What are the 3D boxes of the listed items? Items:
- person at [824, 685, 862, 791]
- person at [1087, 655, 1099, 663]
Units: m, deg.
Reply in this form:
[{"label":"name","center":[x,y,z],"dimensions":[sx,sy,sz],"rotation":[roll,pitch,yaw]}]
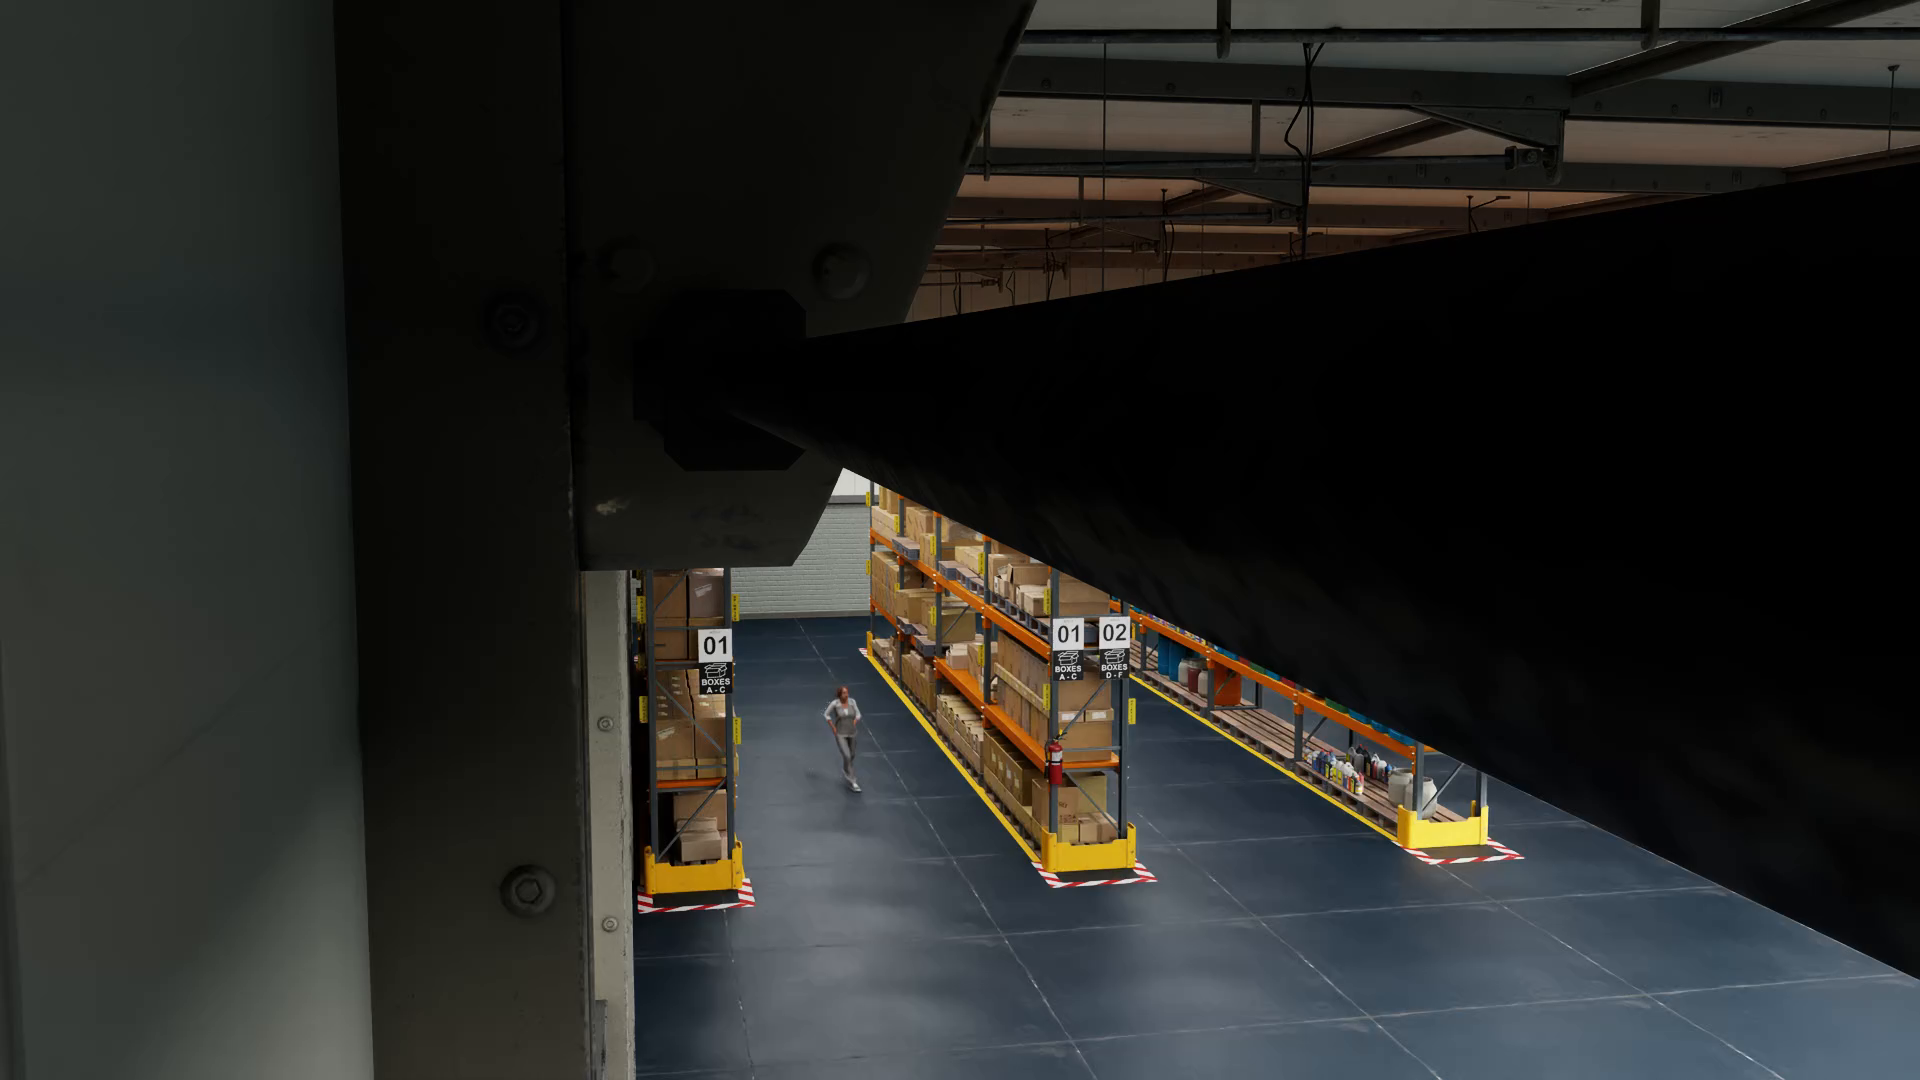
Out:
[{"label":"person","center":[-1.732,2.928,24.907],"dimensions":[0.530,1.562,0.838],"rotation":[-3,7,-25]},{"label":"person","center":[2.599,2.224,31.584],"dimensions":[0.568,1.623,0.729],"rotation":[0,6,-4]}]
